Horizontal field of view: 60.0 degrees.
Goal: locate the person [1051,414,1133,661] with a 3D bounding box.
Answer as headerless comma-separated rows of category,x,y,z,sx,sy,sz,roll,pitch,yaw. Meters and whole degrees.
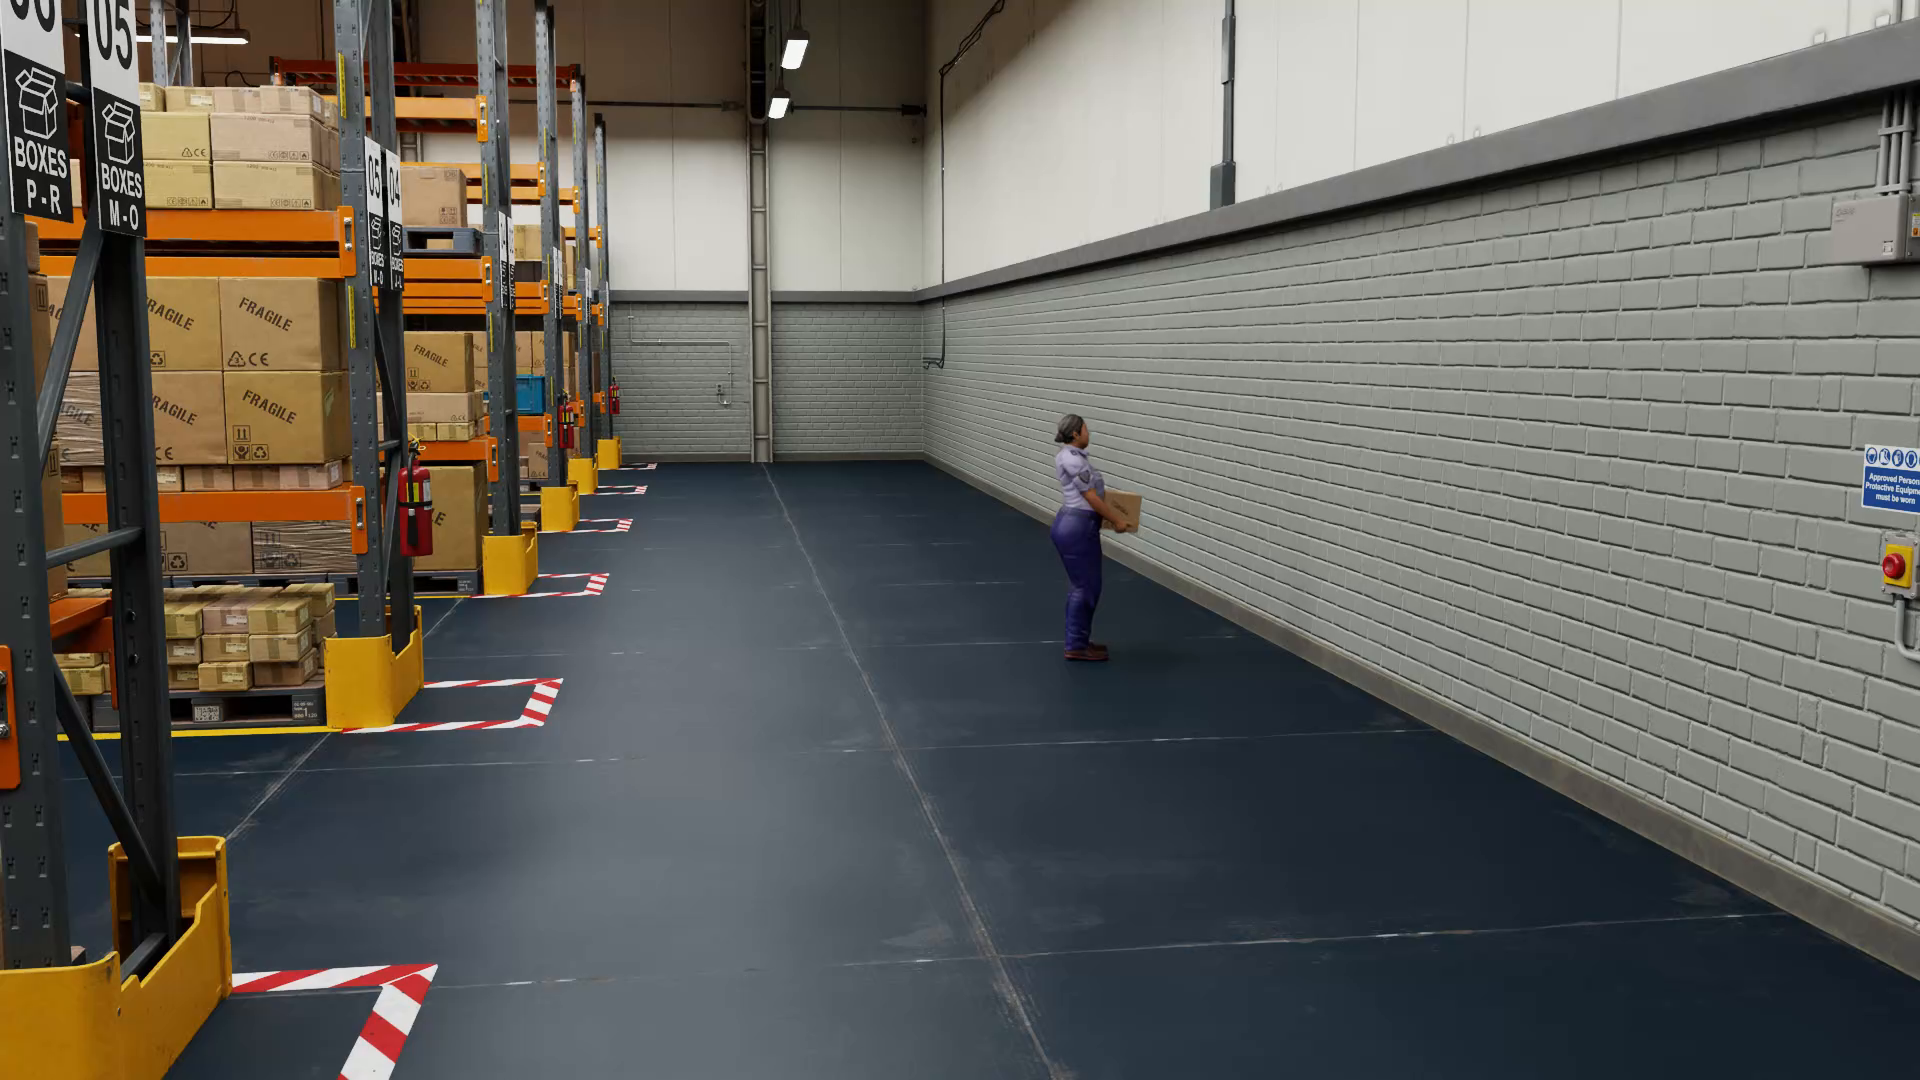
person,0.880,-0.027,11.189,0.521,1.641,0.451,-1,7,-8
